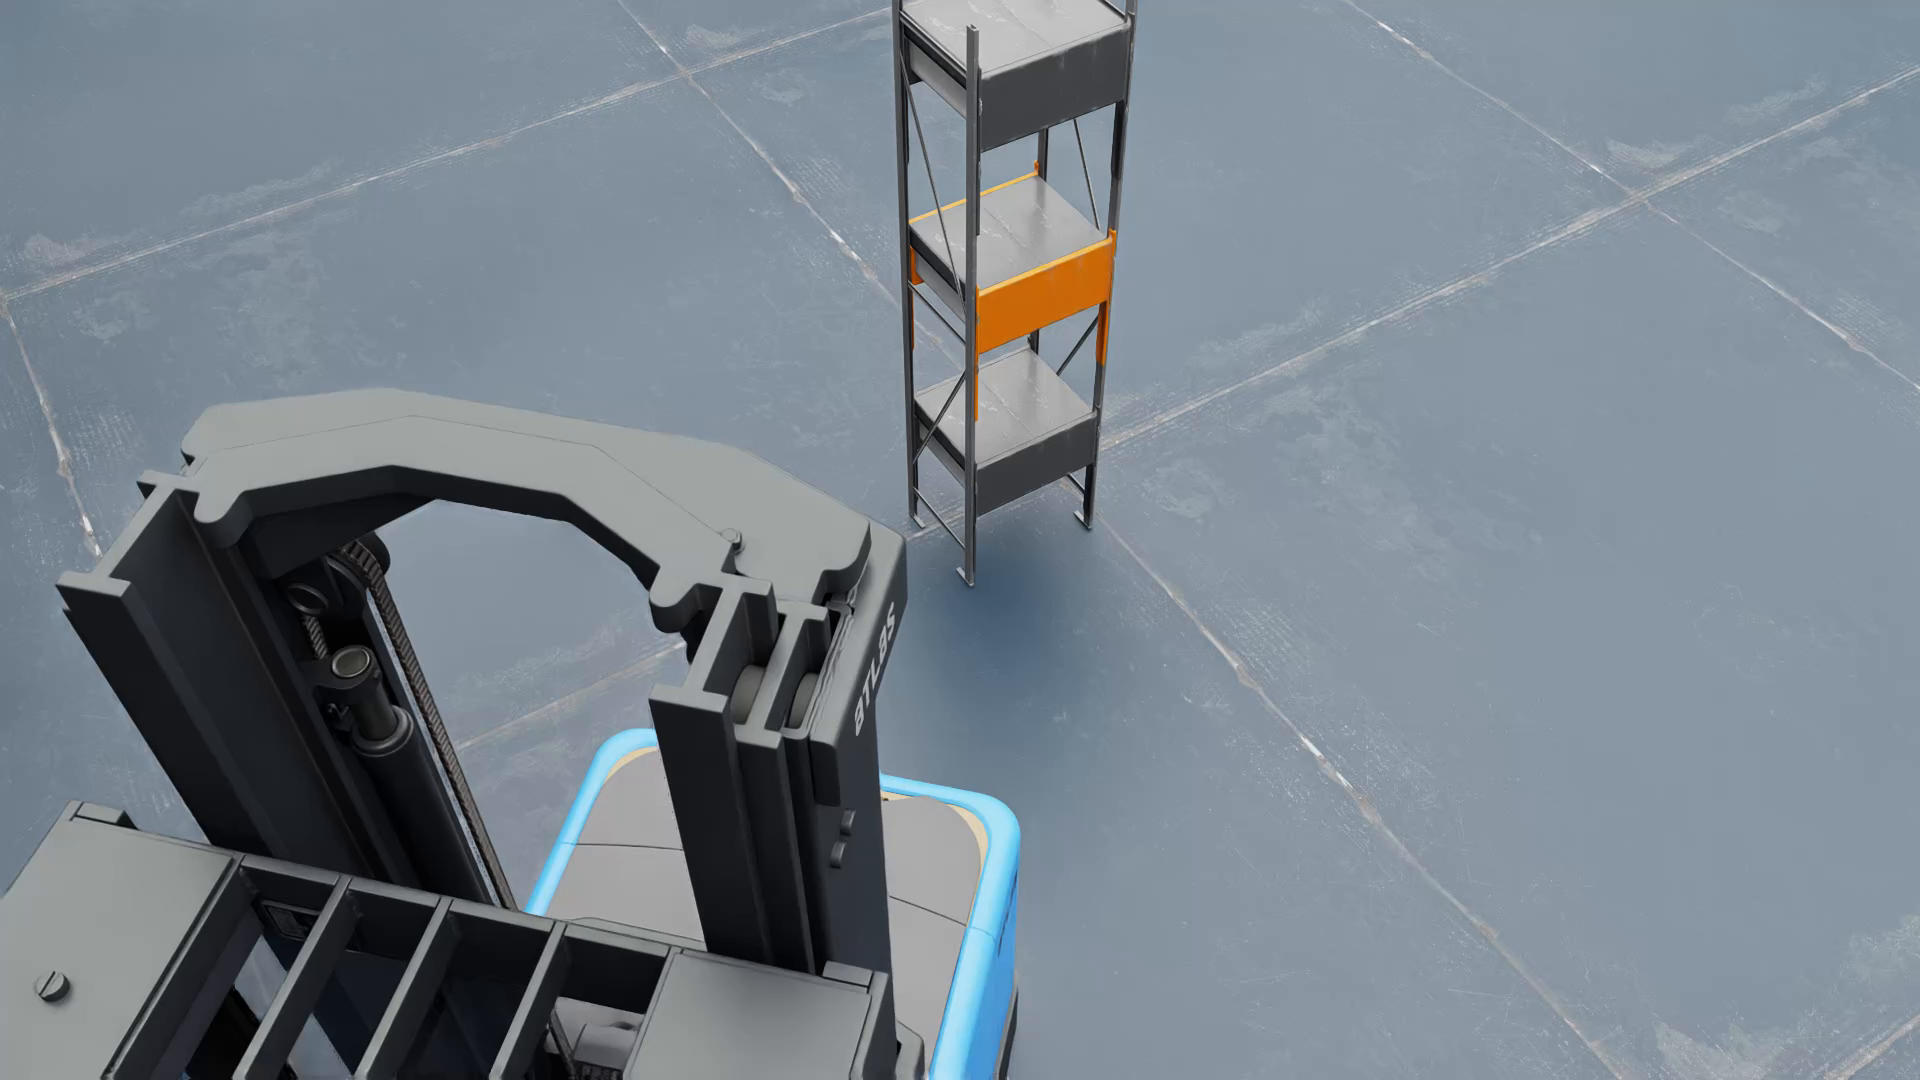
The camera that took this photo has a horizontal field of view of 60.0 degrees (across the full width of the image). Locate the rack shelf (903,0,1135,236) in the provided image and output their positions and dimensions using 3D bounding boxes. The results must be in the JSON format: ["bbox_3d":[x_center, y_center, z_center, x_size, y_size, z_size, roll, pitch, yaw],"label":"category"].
[{"bbox_3d":[0.140,-1.221,4.512,0.480,0.518,0.431,-25,53,-21],"label":"rack shelf"}]

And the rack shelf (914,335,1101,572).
[{"bbox_3d":[0.140,-0.290,5.558,0.480,0.518,0.431,-25,53,-21],"label":"rack shelf"}]

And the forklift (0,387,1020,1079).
[{"bbox_3d":[-0.679,1.326,2.606,1.130,2.935,3.031,10,49,9],"label":"forklift"}]

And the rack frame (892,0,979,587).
[{"bbox_3d":[-0.066,-0.667,4.938,0.015,2.100,0.400,-25,53,-21],"label":"rack frame"}]

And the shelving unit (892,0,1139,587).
[{"bbox_3d":[0.140,-0.764,5.025,0.503,2.100,0.431,-25,53,-21],"label":"shelving unit"}]

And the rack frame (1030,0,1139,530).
[{"bbox_3d":[0.346,-0.861,5.111,0.015,2.100,0.400,-25,53,-21],"label":"rack frame"}]

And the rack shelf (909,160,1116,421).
[{"bbox_3d":[0.140,-0.755,5.035,0.480,0.518,0.431,-25,53,-21],"label":"rack shelf"}]
